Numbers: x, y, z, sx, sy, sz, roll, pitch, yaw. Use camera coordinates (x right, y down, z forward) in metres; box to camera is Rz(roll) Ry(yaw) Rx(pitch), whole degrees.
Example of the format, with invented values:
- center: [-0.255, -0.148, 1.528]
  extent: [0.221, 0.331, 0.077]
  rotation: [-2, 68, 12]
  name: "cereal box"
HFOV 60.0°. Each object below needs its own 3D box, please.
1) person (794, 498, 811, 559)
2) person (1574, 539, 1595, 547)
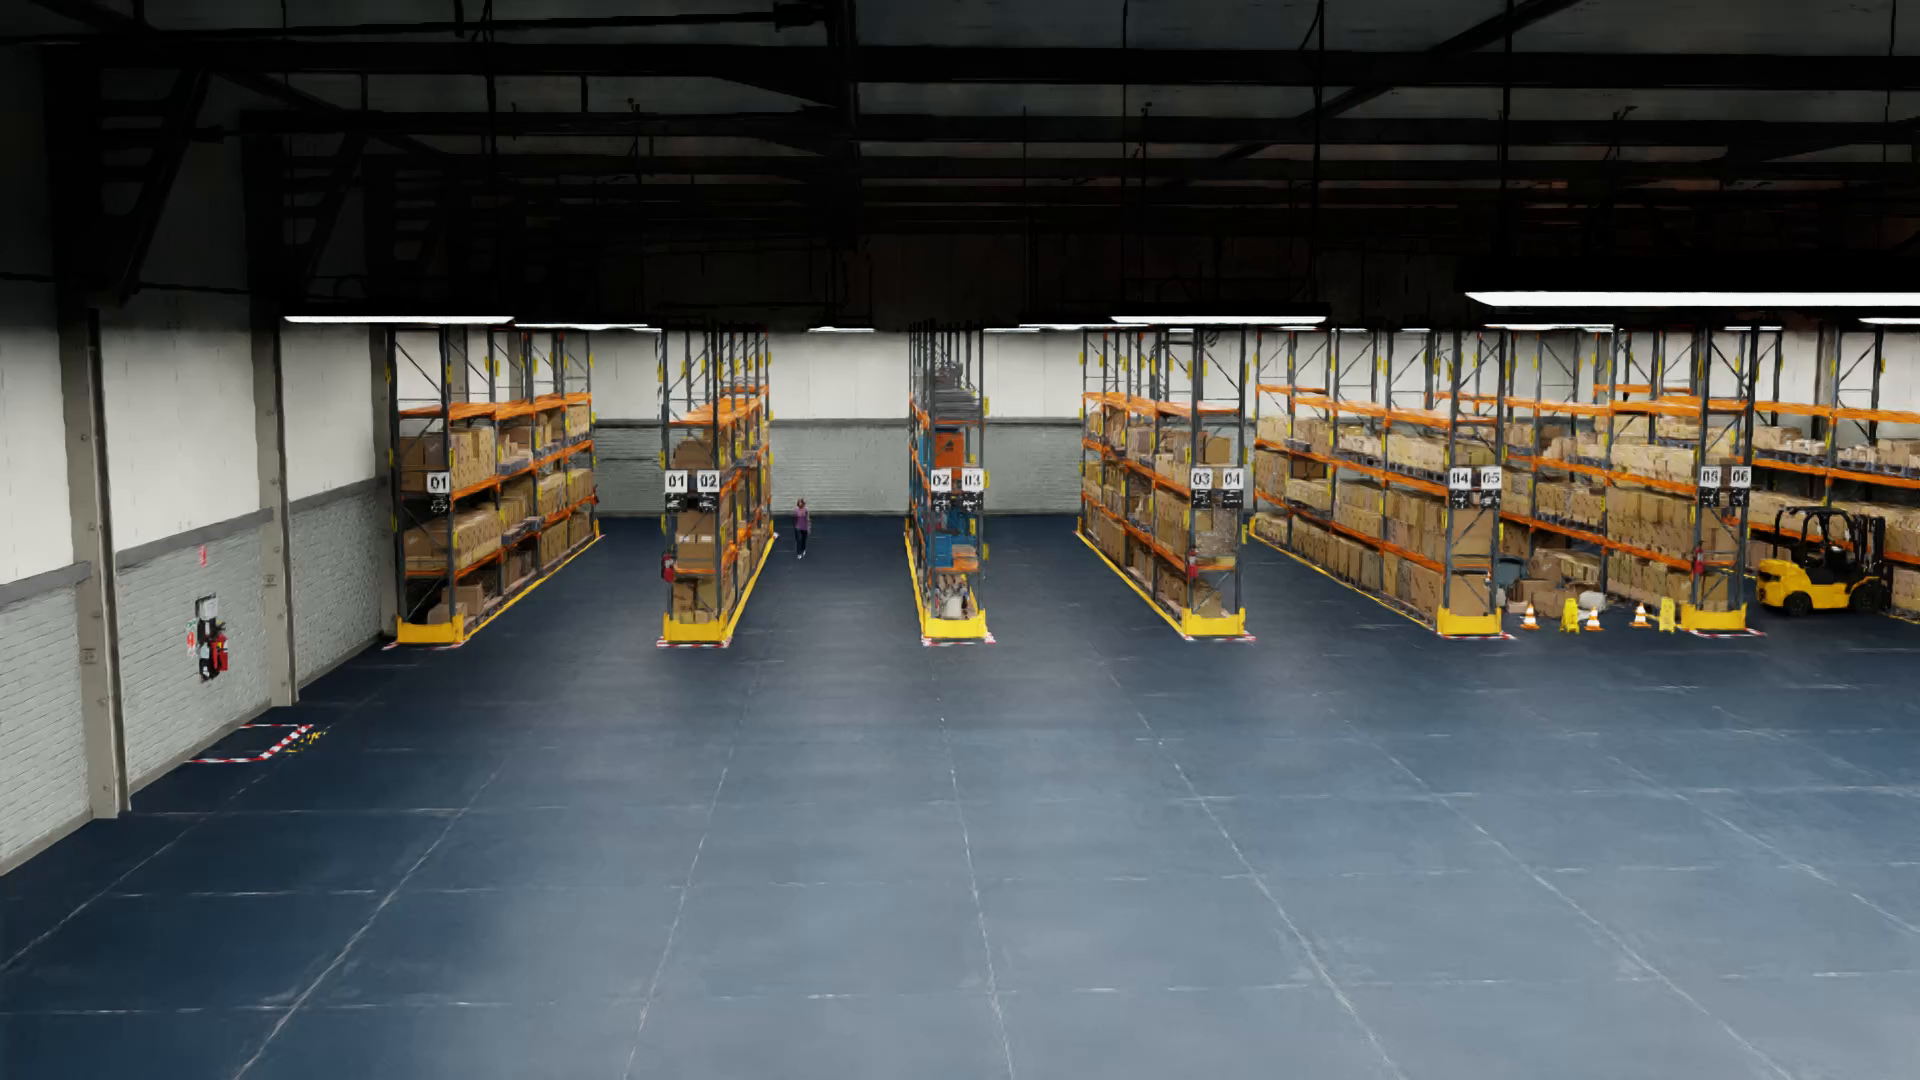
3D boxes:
- center: [-4.043, -0.318, 42.684]
  extent: [0.430, 1.539, 0.949]
  rotation: [-1, 7, -4]
  name: "person"
- center: [16.944, -0.667, 45.008]
  extent: [0.535, 1.655, 0.566]
  rotation: [2, 7, 16]
  name: "person"
